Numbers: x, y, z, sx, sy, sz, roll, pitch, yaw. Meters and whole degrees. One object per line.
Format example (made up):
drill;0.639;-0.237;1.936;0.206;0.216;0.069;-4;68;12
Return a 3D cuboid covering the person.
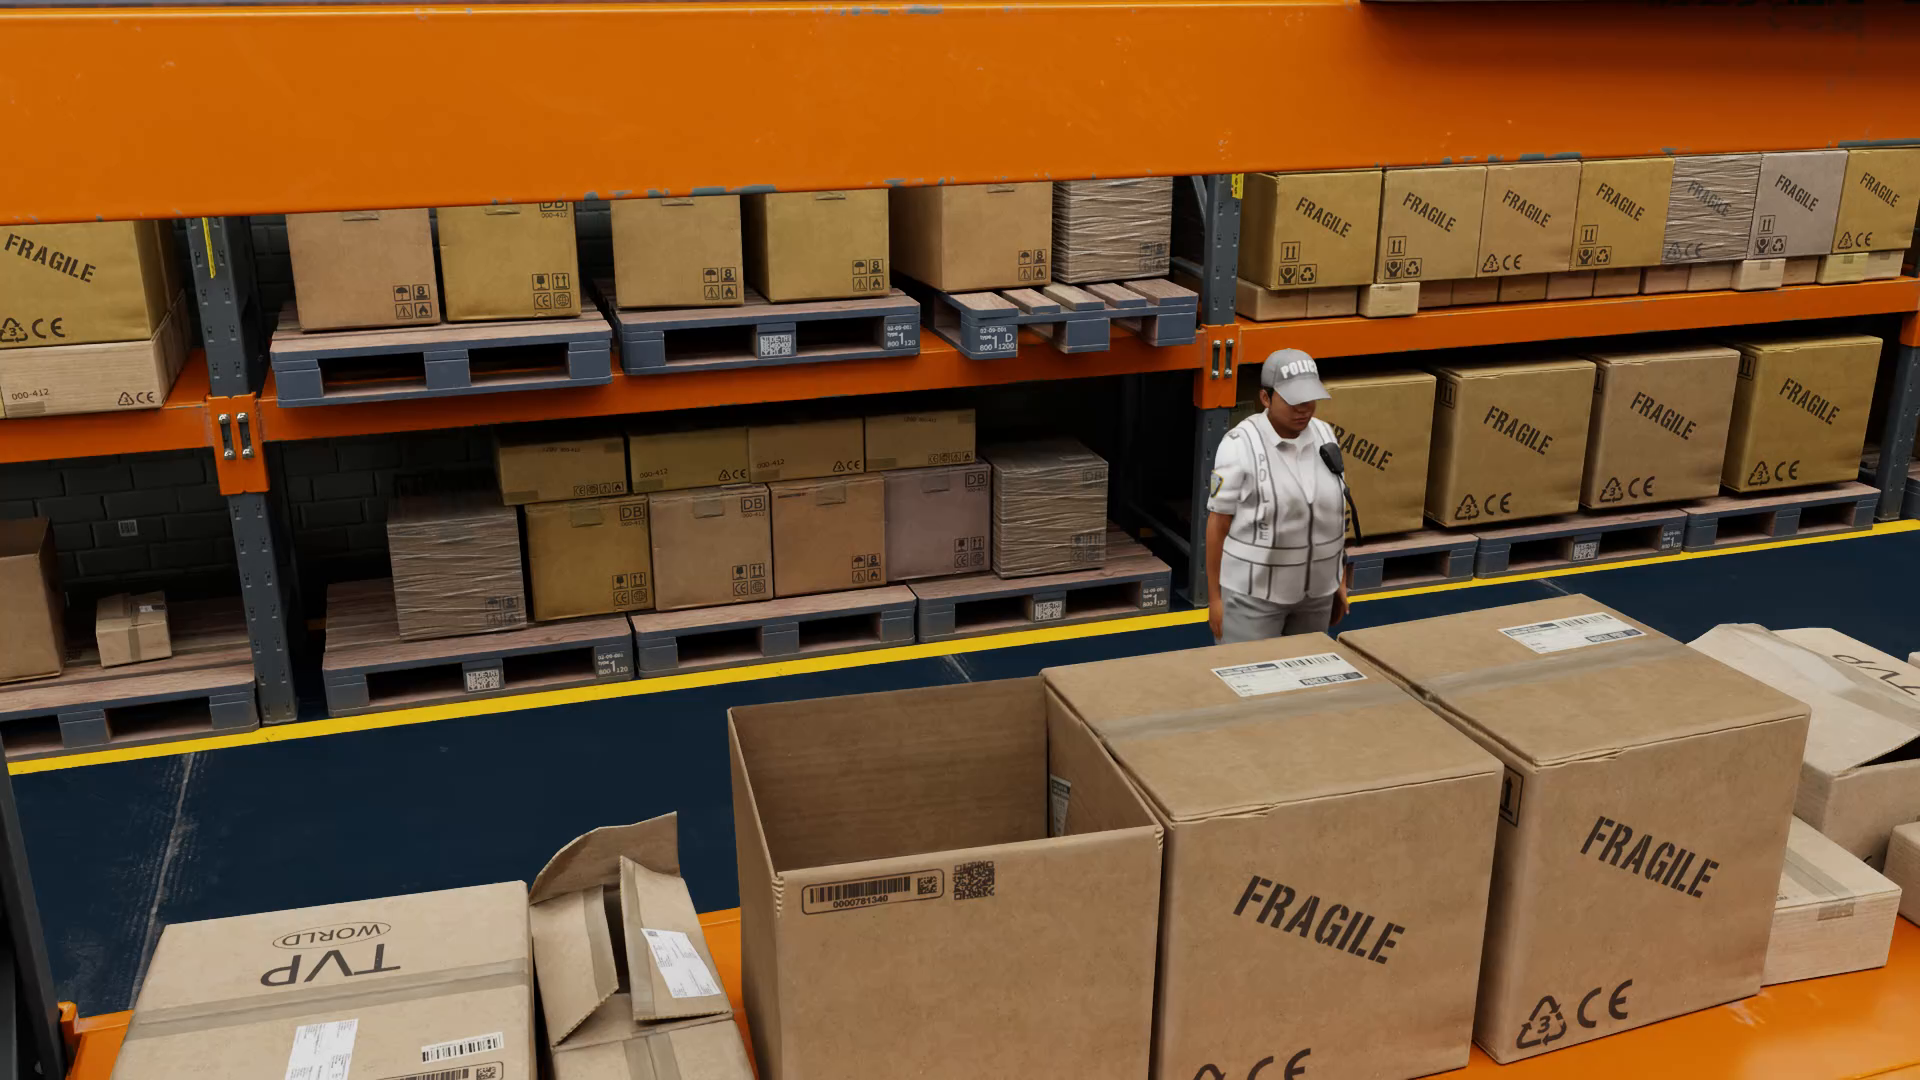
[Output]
person;1.062;0.198;5.555;0.520;1.714;0.392;-8;21;-22
